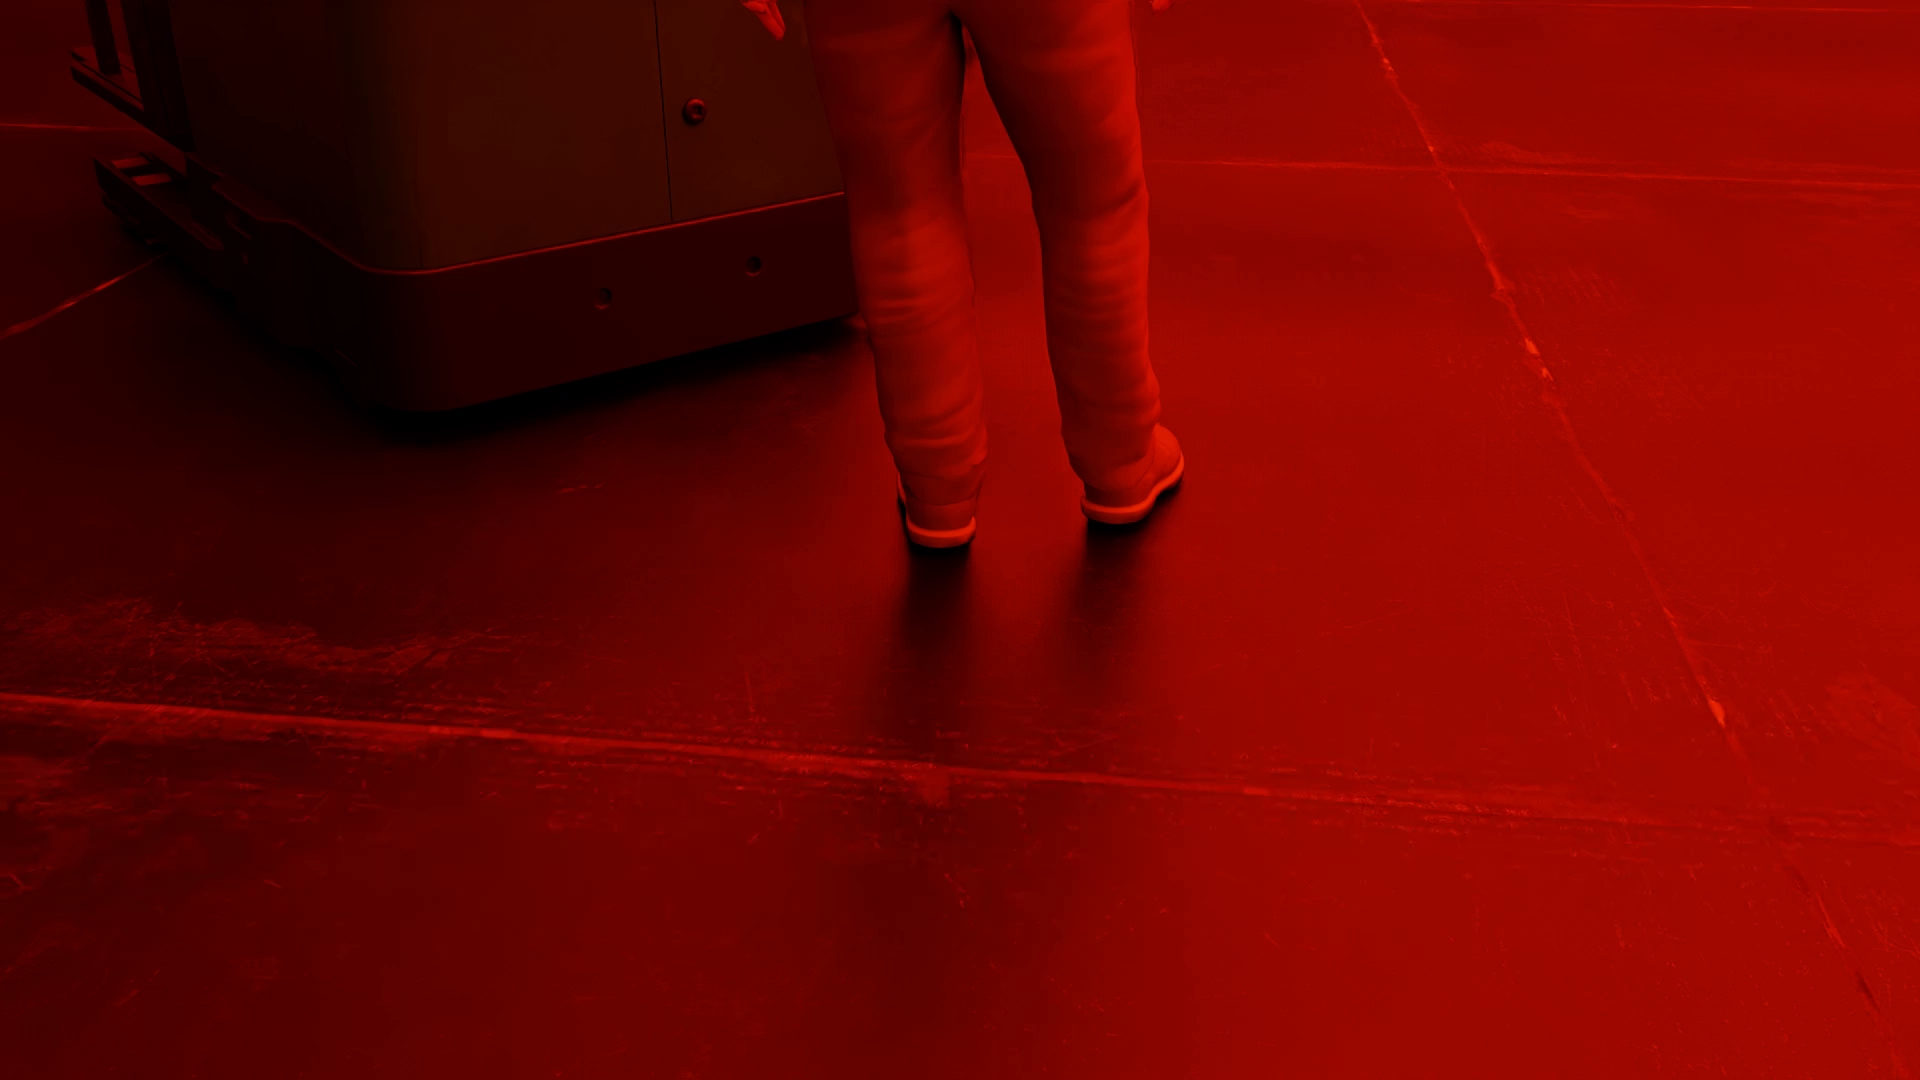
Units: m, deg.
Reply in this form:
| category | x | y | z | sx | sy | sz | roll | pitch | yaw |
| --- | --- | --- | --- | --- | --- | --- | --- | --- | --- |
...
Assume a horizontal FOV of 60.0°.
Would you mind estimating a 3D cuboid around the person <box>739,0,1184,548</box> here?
| category | x | y | z | sx | sy | sz | roll | pitch | yaw |
| --- | --- | --- | --- | --- | --- | --- | --- | --- | --- |
| person | 0.013 | -0.822 | 2.196 | 0.661 | 1.725 | 0.535 | 3 | 27 | 6 |

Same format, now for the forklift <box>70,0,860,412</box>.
| category | x | y | z | sx | sy | sz | roll | pitch | yaw |
| --- | --- | --- | --- | --- | --- | --- | --- | --- | --- |
| forklift | -1.423 | -2.118 | 3.462 | 1.130 | 2.935 | 3.031 | -19 | 32 | -33 |
